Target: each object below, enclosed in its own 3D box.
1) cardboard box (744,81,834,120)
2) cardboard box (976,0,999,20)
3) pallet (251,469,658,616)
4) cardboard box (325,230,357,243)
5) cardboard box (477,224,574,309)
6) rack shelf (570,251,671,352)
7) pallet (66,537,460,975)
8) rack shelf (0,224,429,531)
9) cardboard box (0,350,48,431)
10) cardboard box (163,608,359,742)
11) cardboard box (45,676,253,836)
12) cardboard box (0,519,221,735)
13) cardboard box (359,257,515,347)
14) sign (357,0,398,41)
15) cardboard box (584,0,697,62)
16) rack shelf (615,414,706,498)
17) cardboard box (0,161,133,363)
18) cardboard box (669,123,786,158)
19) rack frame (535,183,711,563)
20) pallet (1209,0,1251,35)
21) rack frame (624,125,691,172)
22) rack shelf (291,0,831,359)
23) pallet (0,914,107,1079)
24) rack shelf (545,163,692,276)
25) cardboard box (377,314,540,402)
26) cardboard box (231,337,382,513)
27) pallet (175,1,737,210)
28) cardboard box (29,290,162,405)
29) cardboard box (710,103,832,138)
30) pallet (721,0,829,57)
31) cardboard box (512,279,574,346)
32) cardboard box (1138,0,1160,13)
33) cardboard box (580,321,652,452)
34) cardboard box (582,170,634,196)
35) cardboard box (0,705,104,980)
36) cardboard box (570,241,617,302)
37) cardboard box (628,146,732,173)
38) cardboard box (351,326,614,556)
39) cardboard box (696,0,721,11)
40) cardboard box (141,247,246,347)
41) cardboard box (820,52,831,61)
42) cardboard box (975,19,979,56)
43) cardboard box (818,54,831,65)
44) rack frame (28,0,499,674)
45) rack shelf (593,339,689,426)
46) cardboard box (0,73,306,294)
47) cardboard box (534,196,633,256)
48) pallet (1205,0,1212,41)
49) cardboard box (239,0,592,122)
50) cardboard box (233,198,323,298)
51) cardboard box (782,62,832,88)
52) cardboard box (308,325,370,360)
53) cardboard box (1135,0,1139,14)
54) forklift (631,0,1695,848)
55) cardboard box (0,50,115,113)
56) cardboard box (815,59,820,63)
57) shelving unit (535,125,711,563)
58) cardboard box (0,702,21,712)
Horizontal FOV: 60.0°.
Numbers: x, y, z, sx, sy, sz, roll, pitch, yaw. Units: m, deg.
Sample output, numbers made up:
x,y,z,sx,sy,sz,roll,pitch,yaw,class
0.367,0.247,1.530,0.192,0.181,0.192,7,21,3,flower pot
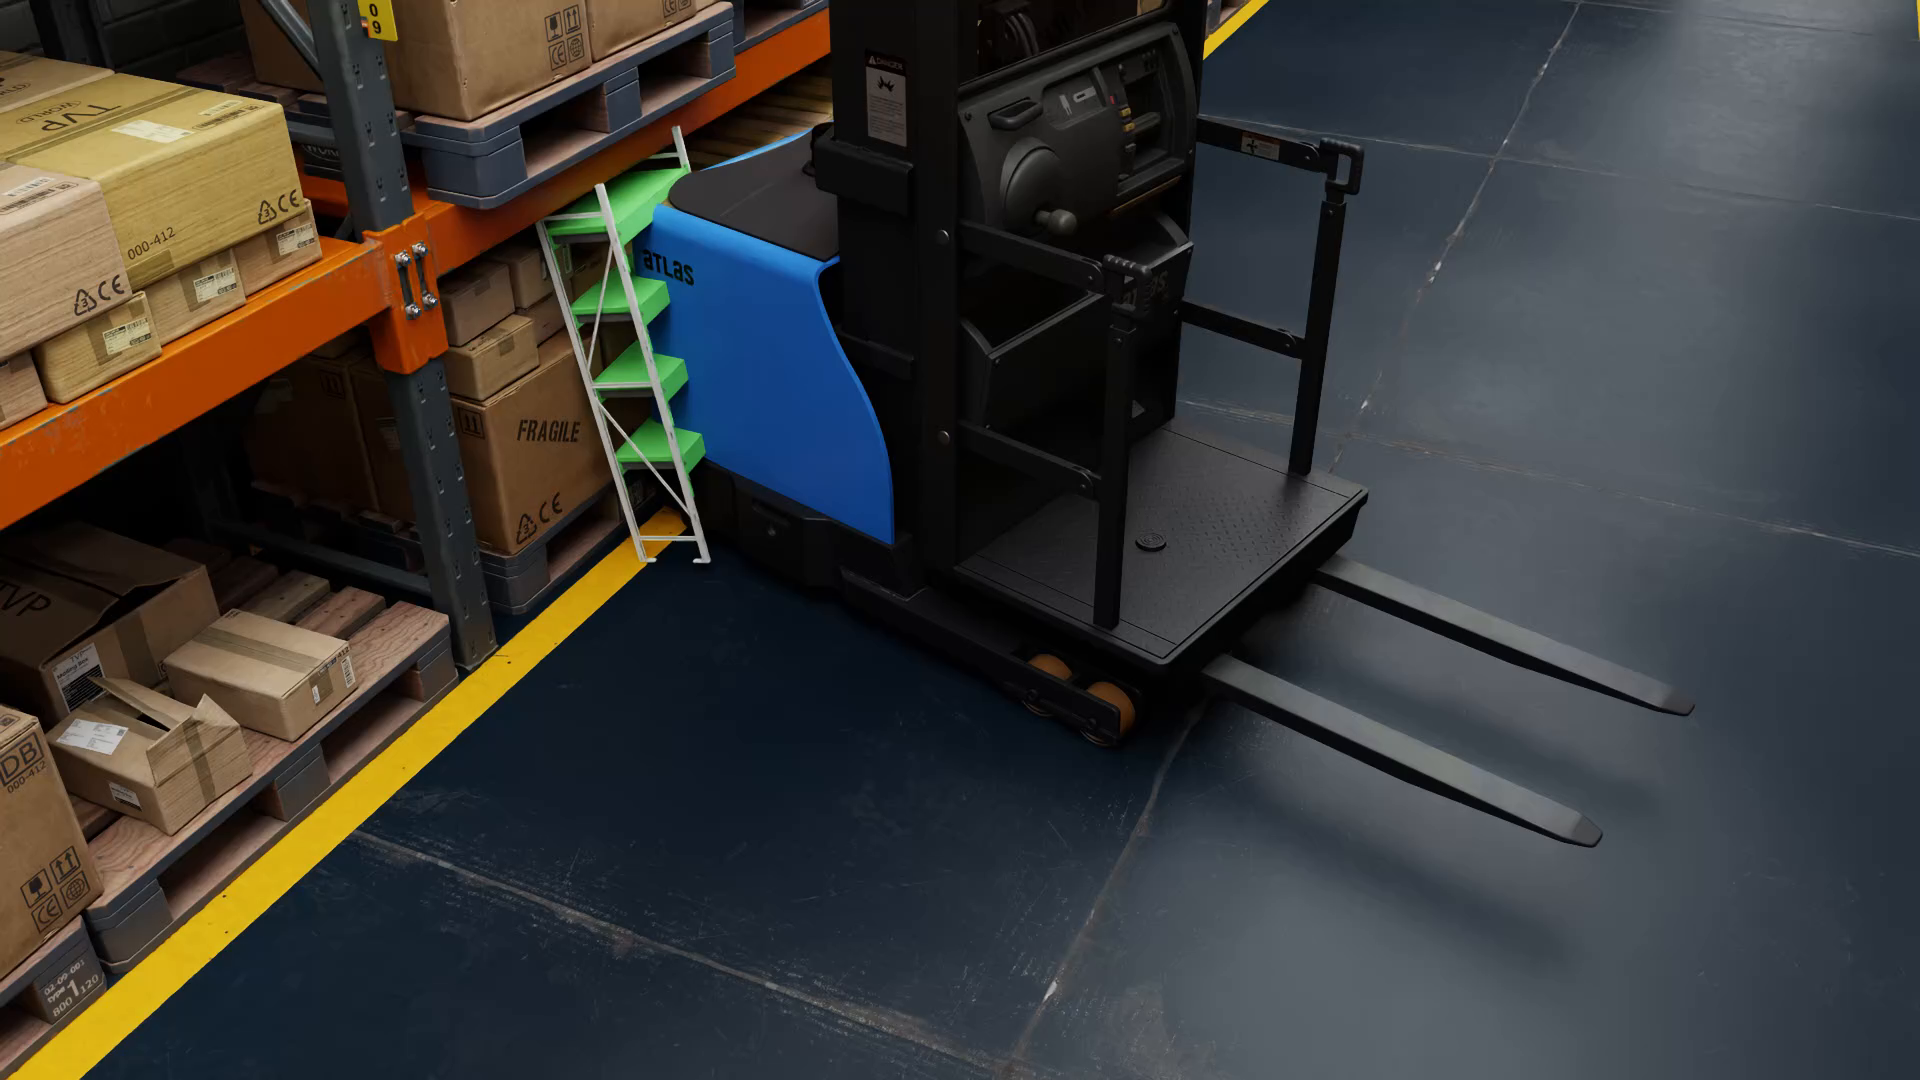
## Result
x,y,z,sx,sy,sz,roll,pitch,yaw,class
-0.597,-1.604,6.265,0.380,0.149,0.250,14,36,20,cardboard box
0.145,-2.506,8.119,0.875,0.625,0.625,15,36,22,cardboard box
-1.496,-0.271,5.471,1.003,0.211,1.213,14,36,20,pallet
-1.805,-0.807,5.050,0.380,0.149,0.250,14,36,21,cardboard box
-1.345,-0.808,4.780,0.380,0.149,0.250,12,35,18,cardboard box
-0.936,-0.724,4.923,0.258,0.148,0.480,0,32,19,rack shelf
-2.090,0.484,4.319,1.003,0.211,1.213,14,36,20,pallet
-2.639,0.273,2.754,1.077,0.370,4.000,14,36,20,rack shelf
-2.016,-0.308,3.213,0.380,0.149,0.250,15,36,22,cardboard box
-1.768,0.338,4.216,0.380,0.149,0.250,13,35,19,cardboard box
-1.918,0.467,3.913,0.396,0.266,0.258,15,36,22,cardboard box
-2.293,0.200,4.279,0.500,0.311,0.500,15,36,22,cardboard box
-1.465,-0.681,4.587,0.380,0.149,0.250,14,36,20,cardboard box
-1.306,-1.265,3.654,0.100,0.325,0.005,14,36,20,sign
-1.180,-1.689,4.616,0.700,0.500,0.500,15,36,21,cardboard box
-0.856,-0.314,5.160,0.258,0.148,0.480,0,32,19,rack shelf
-1.990,-0.523,3.177,0.500,0.250,0.500,14,36,21,cardboard box
-0.835,-1.349,5.876,0.380,0.149,0.250,14,36,21,cardboard box
-0.976,-0.446,4.813,0.240,1.200,0.015,0,32,19,rack frame
1.272,-3.466,10.343,1.003,0.211,1.213,14,36,20,pallet
-0.838,-0.701,5.206,0.240,1.200,0.015,0,32,19,rack frame
-0.965,-1.719,5.792,1.077,0.370,4.000,14,36,20,rack shelf
-2.599,1.094,3.389,1.003,0.211,1.213,14,36,20,pallet
-0.976,-0.929,4.804,0.258,0.148,0.480,0,32,19,rack shelf
-1.410,-0.543,4.647,0.380,0.149,0.250,16,36,23,cardboard box
-1.865,-0.466,5.122,0.500,0.500,0.500,14,36,20,cardboard box
-1.369,-1.316,4.697,1.003,0.211,1.213,14,36,20,pallet
-1.882,-0.432,3.403,0.380,0.149,0.250,15,36,22,cardboard box
-0.685,-1.459,6.045,0.380,0.149,0.250,12,35,18,cardboard box
-0.938,-1.966,5.688,1.003,0.211,1.213,14,36,20,pallet
-1.365,-0.698,4.885,0.380,0.149,0.250,13,35,19,cardboard box
0.692,-3.168,9.129,0.875,0.625,0.625,13,35,19,cardboard box
-1.182,-0.611,5.342,0.500,0.500,0.500,14,36,20,cardboard box
-1.027,-1.084,5.473,0.380,0.149,0.250,14,36,20,cardboard box
-2.306,0.622,3.463,0.700,0.500,0.500,13,35,19,cardboard box
-1.268,-0.829,5.084,0.380,0.149,0.250,12,35,18,cardboard box
-0.921,-1.208,5.661,0.380,0.149,0.250,15,36,22,cardboard box
-1.395,-0.343,4.935,0.500,0.500,0.500,16,36,23,cardboard box
-0.872,-1.747,4.918,0.396,0.266,0.258,16,36,23,cardboard box
-1.795,-0.567,3.609,0.380,0.149,0.250,15,36,22,cardboard box
-0.765,-2.103,7.027,0.380,0.149,0.250,15,36,22,cardboard box
-0.105,-2.113,7.042,0.380,0.149,0.250,12,35,18,cardboard box
-0.341,-1.849,6.640,0.380,0.149,0.250,13,35,19,cardboard box
-1.802,-1.024,4.076,1.000,3.000,0.127,14,36,20,rack frame
-0.896,-0.519,5.041,0.258,0.148,0.480,0,32,19,rack shelf
-1.794,-0.776,3.563,0.500,0.250,0.500,15,36,22,cardboard box
-1.165,-0.969,5.297,0.380,0.149,0.250,14,36,20,cardboard box
0.763,-2.856,9.413,1.003,0.211,1.213,14,36,20,pallet
-1.397,-1.431,4.222,0.700,0.500,0.500,15,36,22,cardboard box
-1.706,-0.702,3.814,0.380,0.149,0.250,15,36,21,cardboard box
-0.493,-1.728,6.455,0.380,0.149,0.250,15,36,22,cardboard box
-1.910,-0.675,4.848,0.380,0.149,0.250,13,35,19,cardboard box
0.411,-2.833,8.618,0.875,0.625,0.625,15,36,22,cardboard box
0.481,-1.009,4.116,3.031,2.935,1.130,24,40,32,forklift
-2.255,-0.901,3.753,0.500,0.250,0.500,14,36,20,cardboard box
-0.797,-1.961,6.810,0.380,0.149,0.250,15,36,21,cardboard box
-0.907,-0.574,5.010,0.258,1.200,0.503,0,32,19,shelving unit
-2.475,0.484,3.994,0.380,0.149,0.250,14,36,20,cardboard box
